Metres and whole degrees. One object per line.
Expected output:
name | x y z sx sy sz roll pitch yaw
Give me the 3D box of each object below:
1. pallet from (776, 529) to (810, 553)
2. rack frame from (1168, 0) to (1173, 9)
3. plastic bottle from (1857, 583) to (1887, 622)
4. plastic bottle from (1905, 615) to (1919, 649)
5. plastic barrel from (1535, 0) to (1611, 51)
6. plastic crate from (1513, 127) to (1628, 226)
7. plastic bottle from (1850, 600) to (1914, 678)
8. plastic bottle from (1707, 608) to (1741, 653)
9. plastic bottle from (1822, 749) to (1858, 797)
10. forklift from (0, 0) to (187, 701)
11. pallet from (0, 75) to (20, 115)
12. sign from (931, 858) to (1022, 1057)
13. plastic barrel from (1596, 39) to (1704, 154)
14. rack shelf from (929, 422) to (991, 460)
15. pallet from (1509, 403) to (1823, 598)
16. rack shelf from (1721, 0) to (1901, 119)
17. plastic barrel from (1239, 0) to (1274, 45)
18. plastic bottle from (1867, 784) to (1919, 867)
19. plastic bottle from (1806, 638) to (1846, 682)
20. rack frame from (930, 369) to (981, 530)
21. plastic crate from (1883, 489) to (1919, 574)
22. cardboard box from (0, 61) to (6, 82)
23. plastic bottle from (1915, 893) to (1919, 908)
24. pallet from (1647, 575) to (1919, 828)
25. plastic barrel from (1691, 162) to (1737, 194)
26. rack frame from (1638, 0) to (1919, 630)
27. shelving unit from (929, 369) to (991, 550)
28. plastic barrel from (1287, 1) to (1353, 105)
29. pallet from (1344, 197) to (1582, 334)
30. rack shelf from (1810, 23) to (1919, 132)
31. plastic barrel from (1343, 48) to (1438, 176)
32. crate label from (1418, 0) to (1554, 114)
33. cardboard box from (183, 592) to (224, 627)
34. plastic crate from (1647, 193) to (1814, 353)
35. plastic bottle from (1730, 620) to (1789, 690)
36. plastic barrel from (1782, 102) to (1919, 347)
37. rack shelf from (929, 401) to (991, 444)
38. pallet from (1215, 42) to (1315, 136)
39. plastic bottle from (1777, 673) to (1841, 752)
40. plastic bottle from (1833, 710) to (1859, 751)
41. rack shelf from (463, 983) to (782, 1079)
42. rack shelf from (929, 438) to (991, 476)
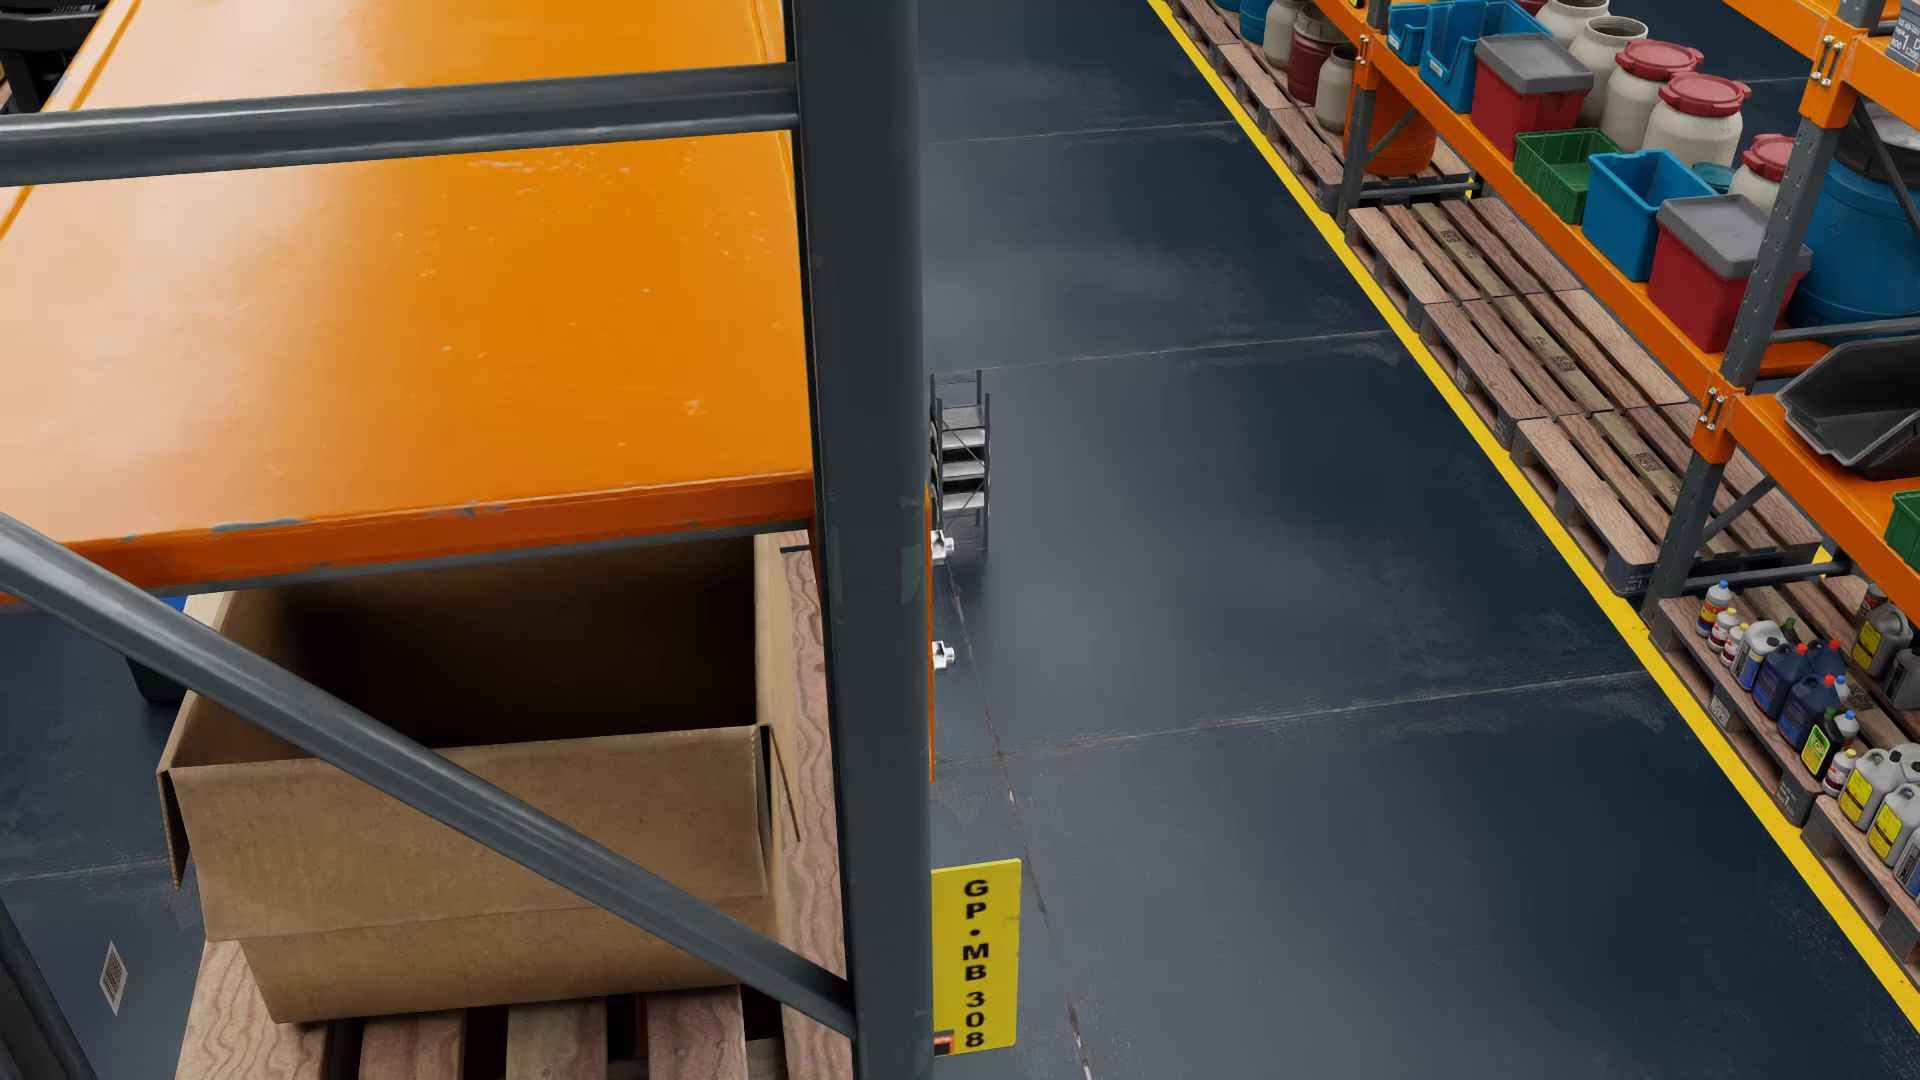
pallet | -0.847 -0.225 3.622 1.003 0.211 1.213 -6 38 -8
rack frame | 2.242 -5.686 13.024 1.000 3.000 0.127 -6 38 -8
plastic bottle | 4.015 0.263 7.289 0.097 0.201 0.097 0 38 0
plastic bottle | 4.041 0.376 7.021 0.144 0.351 0.185 -7 38 -9
plastic barrel | 3.334 -2.716 9.110 0.421 0.512 0.421 0 38 0
plastic crate | 3.062 -1.792 8.184 0.450 0.188 0.662 -6 38 -8
plastic bottle | 3.899 0.392 7.001 0.144 0.351 0.185 -6 38 -8
plastic bottle | 3.287 0.378 7.140 0.097 0.201 0.097 0 38 0
plastic bottle | 3.437 0.897 6.473 0.097 0.201 0.097 0 38 0
forklift | -3.325 -1.373 7.528 1.130 2.935 3.031 -7 38 -9
pallet | -7.302 -3.061 11.918 1.003 0.211 1.213 -6 38 -8
sign | 0.016 0.475 1.871 0.100 0.325 0.005 -6 38 -8
plastic barrel | 3.488 -2.214 8.443 0.433 0.535 0.433 0 38 0
rack shelf | -0.001 -0.476 7.790 0.258 0.077 0.200 -6 38 -8
pallet | 3.469 -0.223 8.265 1.003 0.211 1.213 -6 38 -8
rack shelf | 3.294 -2.962 7.660 1.077 0.370 4.000 -6 38 -8
plastic barrel | 2.445 -4.265 12.563 0.600 0.901 0.708 -6 38 -8
plastic bottle | 3.518 1.034 6.175 0.144 0.351 0.185 -5 38 -6
plastic bottle | 3.520 0.535 6.817 0.144 0.351 0.185 -6 38 -8
rack frame | -0.019 -0.422 7.959 0.240 0.900 0.006 -6 38 -8
plastic crate | 3.605 0.080 5.775 0.450 0.188 0.662 -6 38 -8
cardboard box | -7.269 -3.559 11.696 0.750 0.750 0.750 -6 38 -7
plastic bottle | 3.575 1.247 5.962 0.152 0.276 0.135 -6 38 -8
pallet | 3.721 0.657 7.132 1.003 0.211 1.213 -6 38 -8
plastic barrel | 3.564 -1.615 7.897 0.301 0.262 0.301 0 38 0
rack frame | 3.645 -0.854 6.804 1.000 3.000 0.127 -6 38 -8
shelving unit | -0.001 -0.360 7.880 0.258 0.900 0.210 -6 38 -8
plastic barrel | 2.643 -3.459 11.781 0.600 0.588 0.708 -6 38 -8
pallet | 3.041 -1.697 10.162 1.003 0.211 1.213 -6 38 -8
rack shelf | 3.995 -0.546 4.550 1.077 0.370 4.000 -6 38 -8
plastic barrel | 2.841 -2.872 10.829 0.600 0.830 0.708 -6 38 -8
crate label | 2.851 -2.655 9.093 0.502 0.435 0.616 -6 38 -8
cardboard box | -0.993 0.079 2.824 0.500 0.250 0.500 -6 38 -8
plastic crate | 3.259 -1.139 7.119 0.402 0.464 0.583 -6 38 -8
plastic bottle | 3.353 0.480 6.949 0.152 0.276 0.135 -5 38 -6
plastic barrel | 3.875 -1.318 6.993 0.600 0.901 0.708 -6 38 -8
rack shelf | -0.001 -0.547 7.735 0.258 0.077 0.200 -6 38 -8
pallet | 2.554 -3.376 12.323 1.003 0.211 1.213 -6 38 -8
plastic bottle | 3.411 0.665 6.650 0.144 0.351 0.185 -8 39 -10
plastic bottle | 3.473 0.781 6.565 0.097 0.271 0.097 0 38 0
rack shelf | -0.882 -0.016 3.867 1.077 0.370 4.000 -6 38 -8
rack shelf | -0.001 -0.405 7.845 0.258 0.077 0.200 -6 38 -8
